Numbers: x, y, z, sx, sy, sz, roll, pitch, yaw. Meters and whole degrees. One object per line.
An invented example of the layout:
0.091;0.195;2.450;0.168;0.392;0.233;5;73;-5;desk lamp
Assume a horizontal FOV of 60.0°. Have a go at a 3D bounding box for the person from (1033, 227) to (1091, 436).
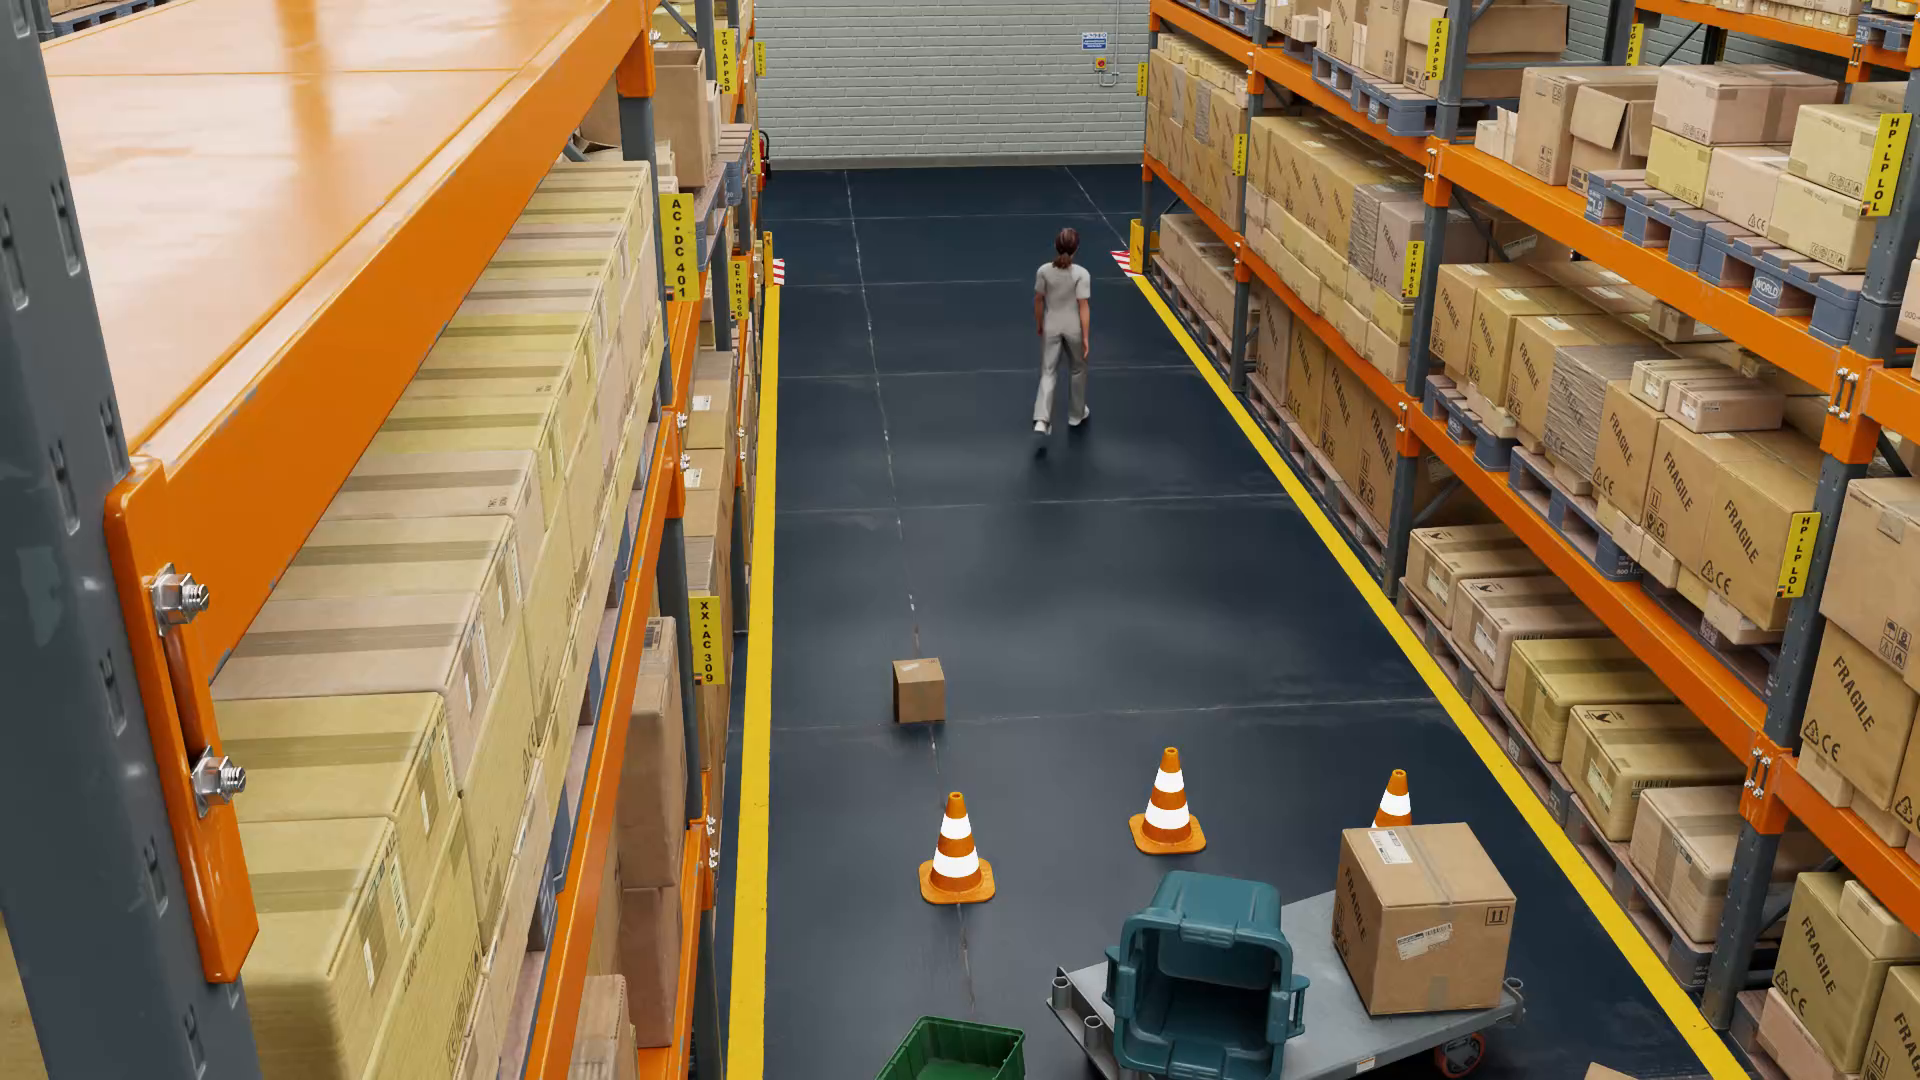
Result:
0.784;-1.591;12.712;0.457;1.630;0.949;7;25;15;person
